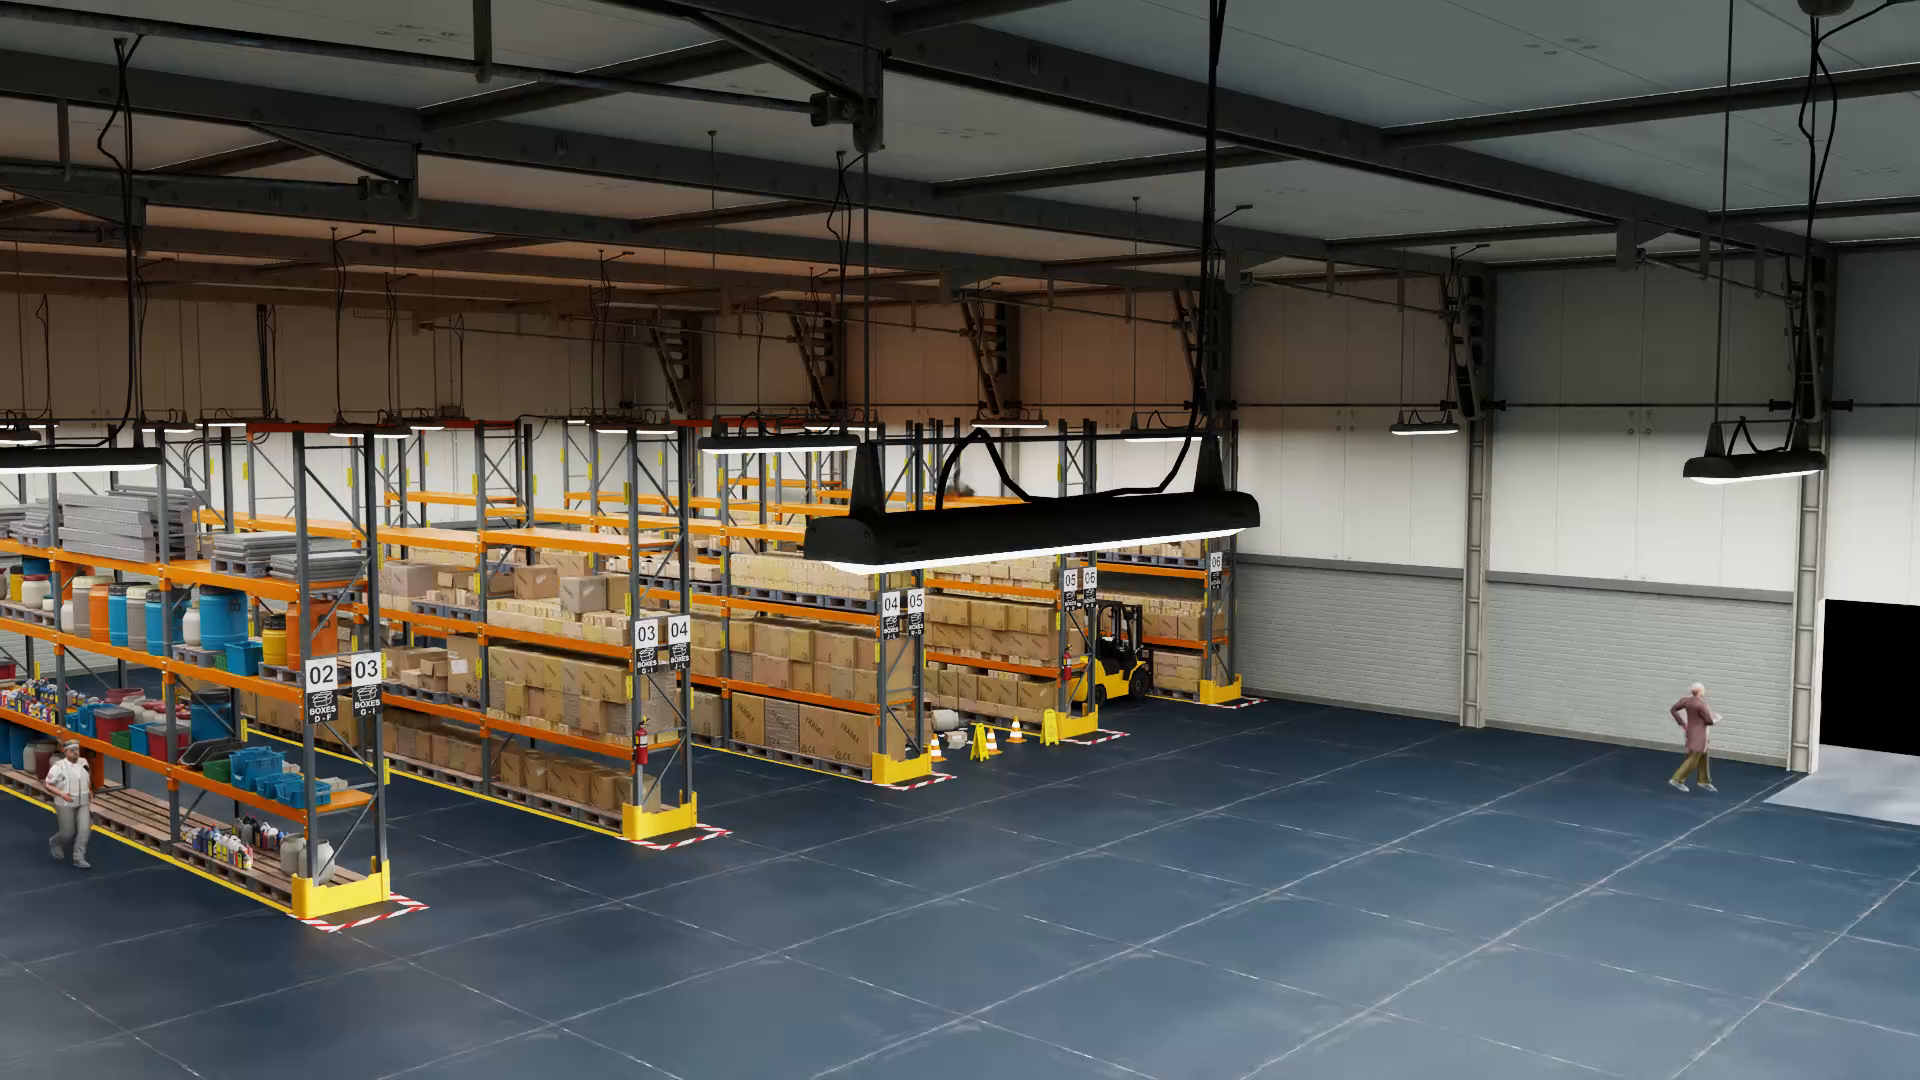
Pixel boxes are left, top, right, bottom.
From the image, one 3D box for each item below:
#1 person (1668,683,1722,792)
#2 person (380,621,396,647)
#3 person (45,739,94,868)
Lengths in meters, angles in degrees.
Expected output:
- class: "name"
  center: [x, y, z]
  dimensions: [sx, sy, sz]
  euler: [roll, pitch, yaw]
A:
- class: "person"
  center: [11.935, 3.223, 26.985]
  dimensions: [0.923, 1.829, 0.678]
  euler: [0, 5, -5]
- class: "person"
  center: [-12.566, 2.567, 36.131]
  dimensions: [0.735, 1.660, 0.952]
  euler: [-4, 6, -41]
- class: "person"
  center: [-12.180, 3.588, 22.797]
  dimensions: [0.772, 1.755, 0.660]
  euler: [3, 6, 33]
